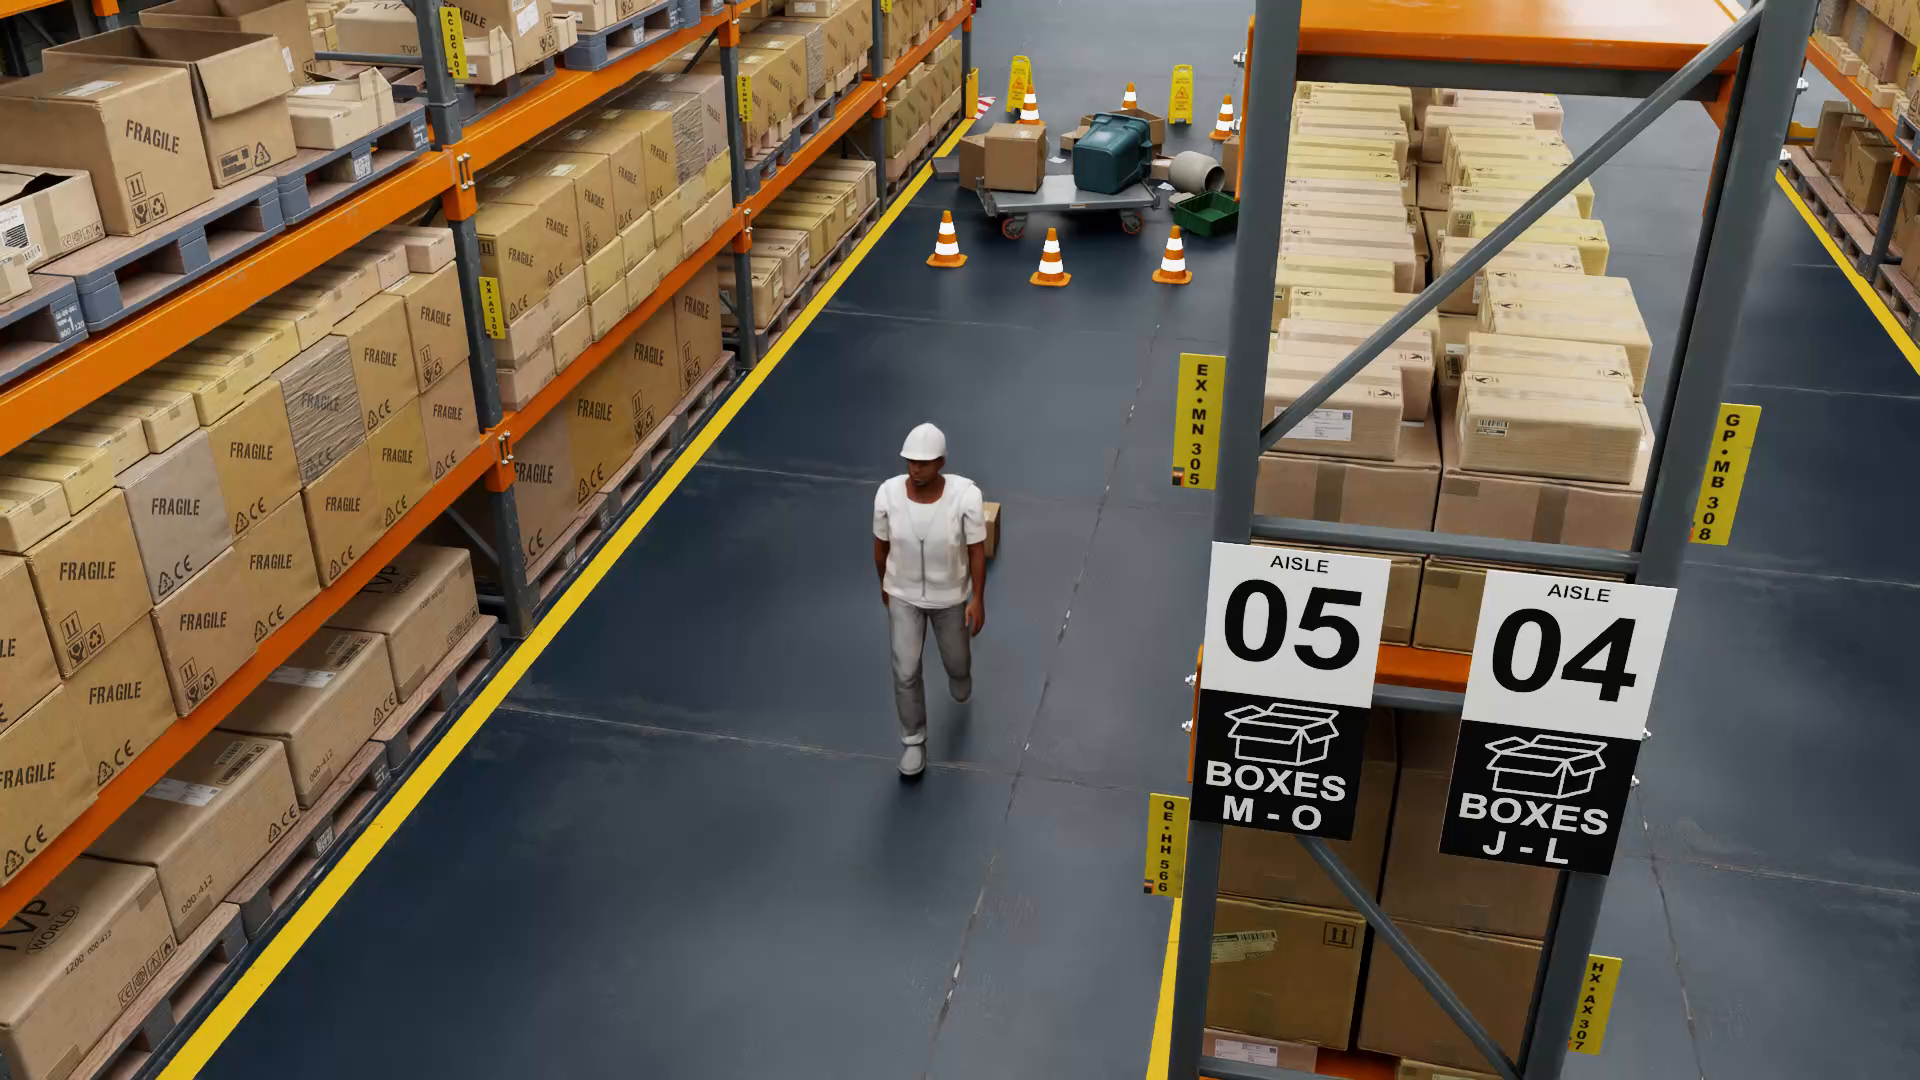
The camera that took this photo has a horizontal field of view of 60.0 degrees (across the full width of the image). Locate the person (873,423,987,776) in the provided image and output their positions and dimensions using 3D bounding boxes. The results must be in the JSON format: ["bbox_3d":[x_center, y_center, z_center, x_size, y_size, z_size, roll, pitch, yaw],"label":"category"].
[{"bbox_3d":[-0.148,0.233,8.144,0.564,1.739,0.857,3,29,5],"label":"person"}]
